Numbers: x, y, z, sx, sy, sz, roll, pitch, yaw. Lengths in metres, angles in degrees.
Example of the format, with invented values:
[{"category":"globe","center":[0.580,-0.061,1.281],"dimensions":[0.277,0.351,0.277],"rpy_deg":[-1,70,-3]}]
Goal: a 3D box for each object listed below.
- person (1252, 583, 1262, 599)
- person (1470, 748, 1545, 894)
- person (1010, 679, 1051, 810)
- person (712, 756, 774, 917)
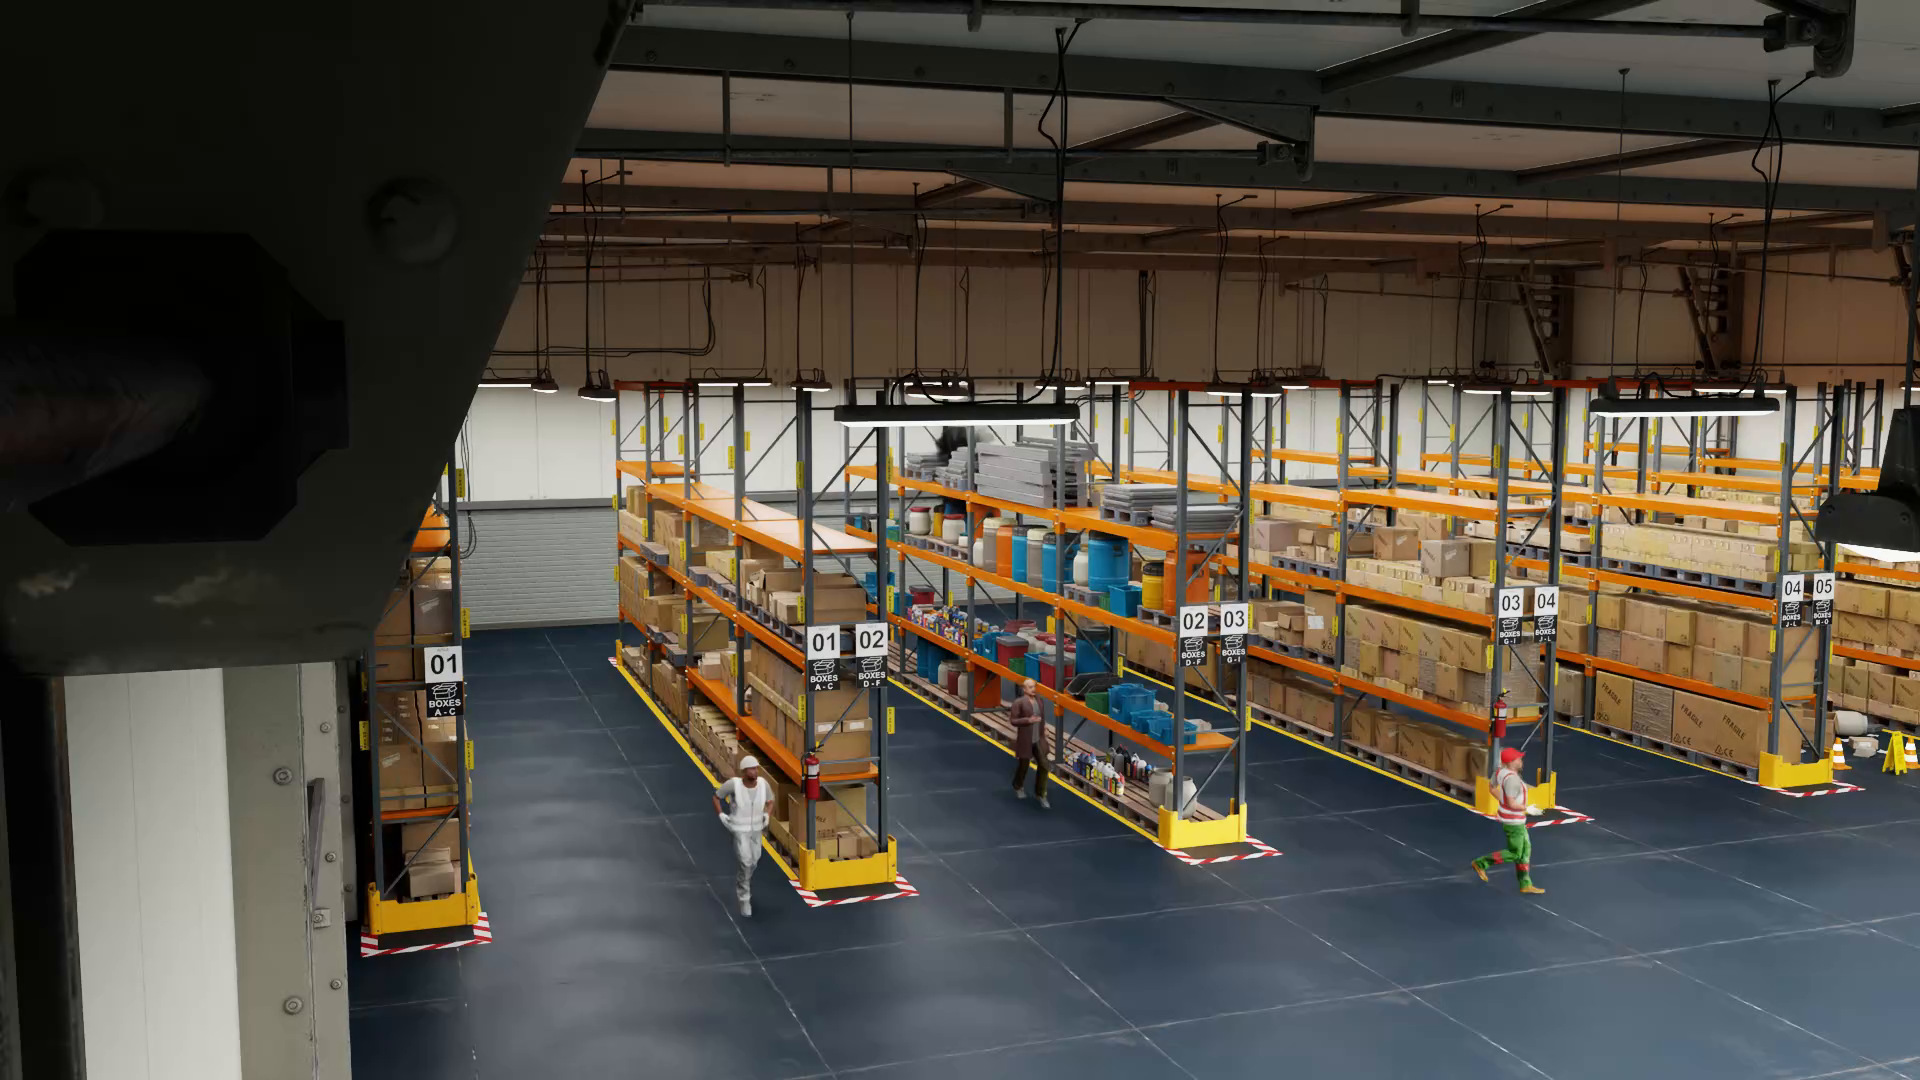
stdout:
[{"category":"person","center":[7.568,1.198,41.586],"dimensions":[0.627,1.597,0.680],"rpy_deg":[2,6,15]},{"category":"person","center":[6.567,3.352,19.881],"dimensions":[0.880,1.769,0.655],"rpy_deg":[1,6,8]},{"category":"person","center":[1.005,2.951,23.933],"dimensions":[0.685,1.743,0.831],"rpy_deg":[-3,7,-26]},{"category":"person","center":[-2.472,3.411,19.408],"dimensions":[0.660,1.813,0.724],"rpy_deg":[-4,7,-33]}]
